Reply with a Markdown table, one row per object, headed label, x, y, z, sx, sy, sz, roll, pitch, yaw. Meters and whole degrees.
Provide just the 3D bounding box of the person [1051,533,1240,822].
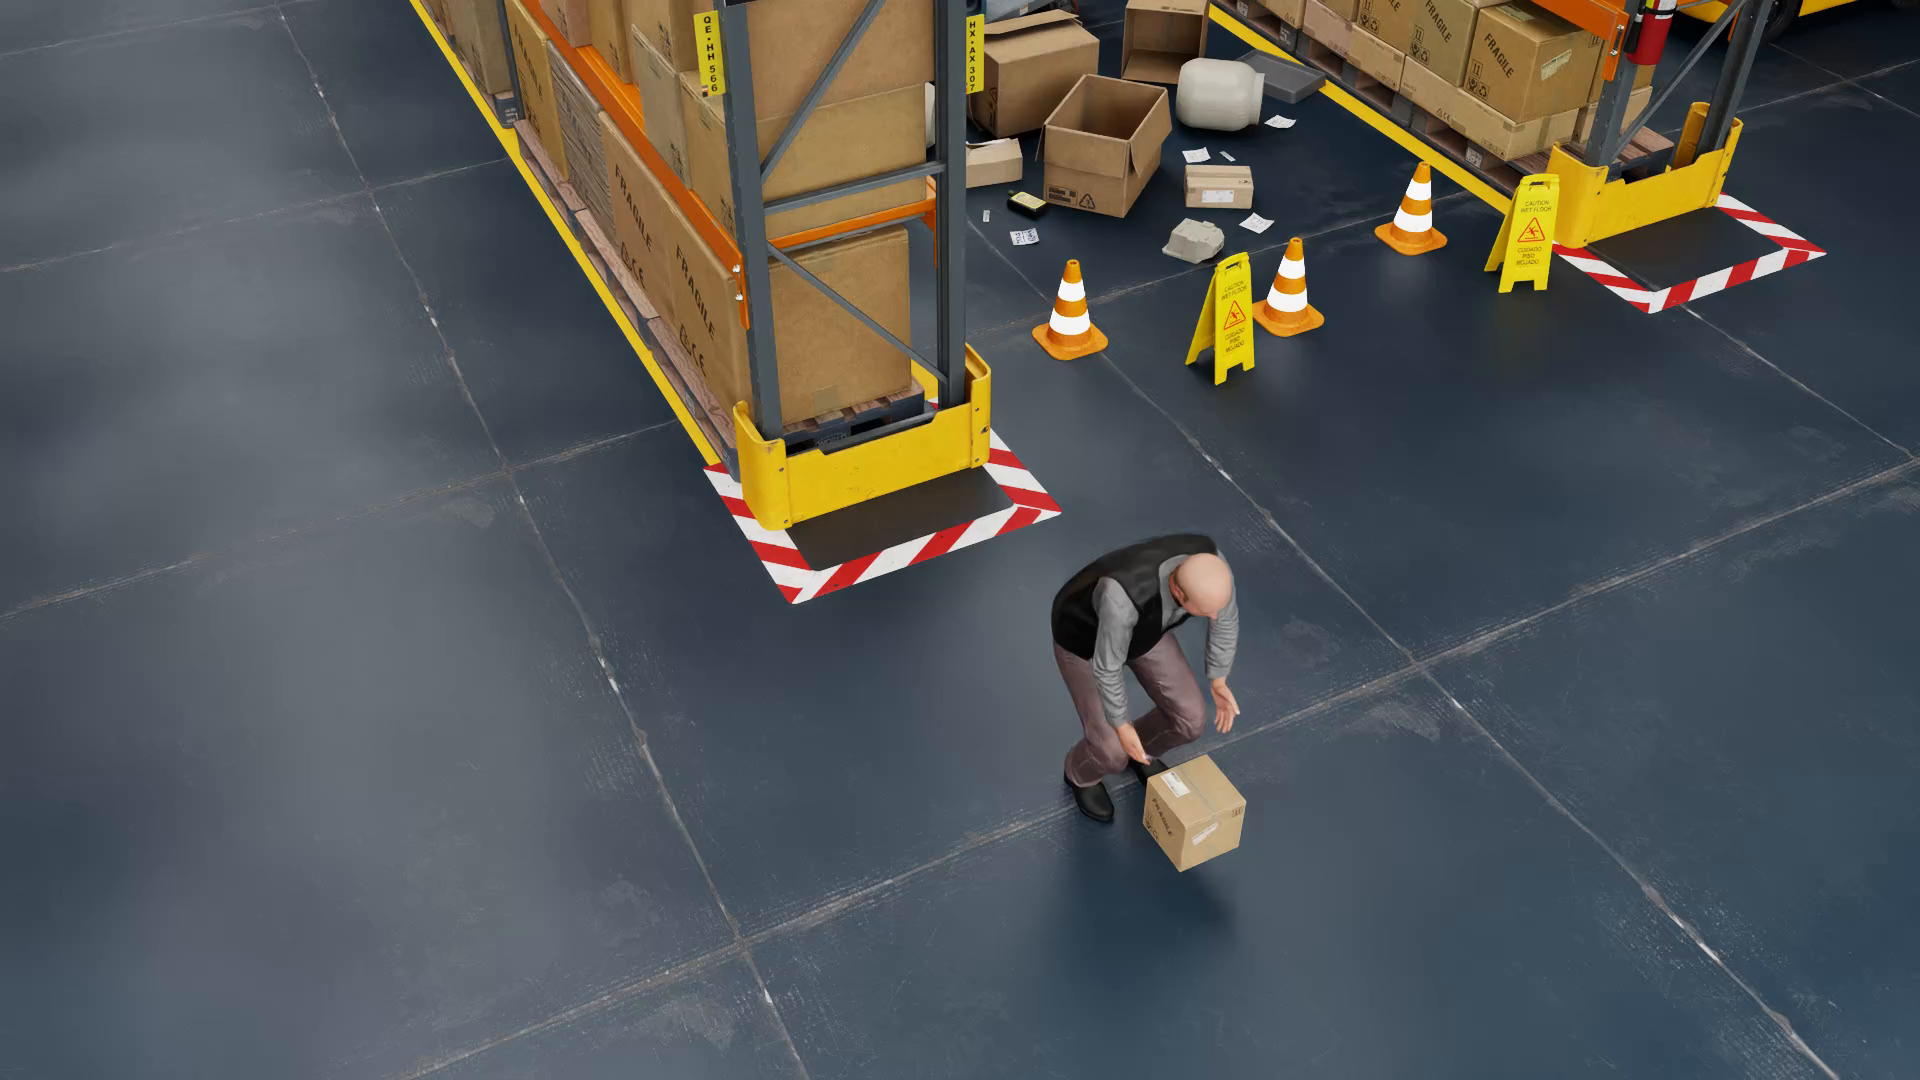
| label | x | y | z | sx | sy | sz | roll | pitch | yaw |
| --- | --- | --- | --- | --- | --- | --- | --- | --- | --- |
| person | 0.664 | 0.432 | 5.948 | 0.592 | 1.377 | 0.725 | -19 | 44 | -20 |
